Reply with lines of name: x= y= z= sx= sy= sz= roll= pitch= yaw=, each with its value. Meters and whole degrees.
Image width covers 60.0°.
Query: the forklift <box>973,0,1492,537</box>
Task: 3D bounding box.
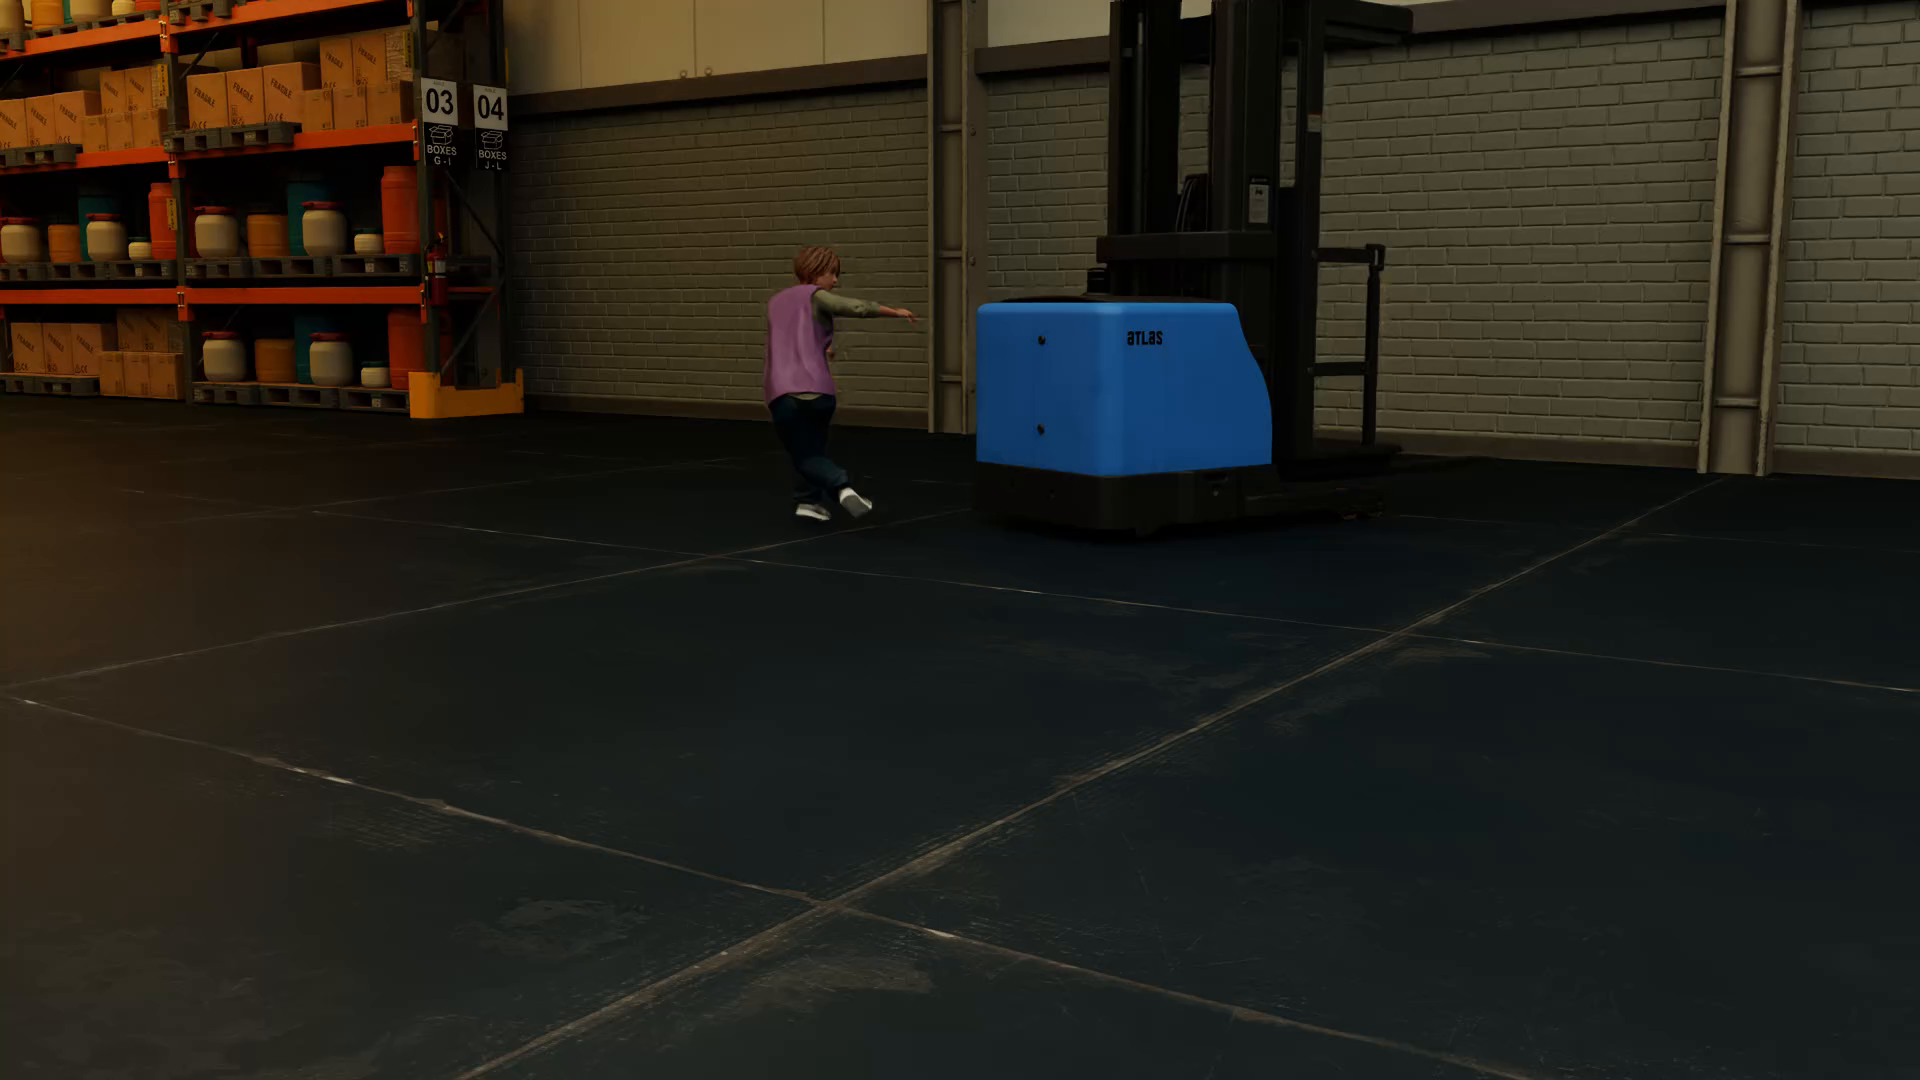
forklift: x=1.551 y=-1.602 z=8.459 sx=3.031 sy=2.935 sz=1.130 roll=-6 pitch=10 yaw=-36

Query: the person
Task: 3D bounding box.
person: x=-0.569 y=-0.744 z=8.121 sx=0.727 sy=1.374 sz=1.037 roll=1 pitch=8 yaw=7
